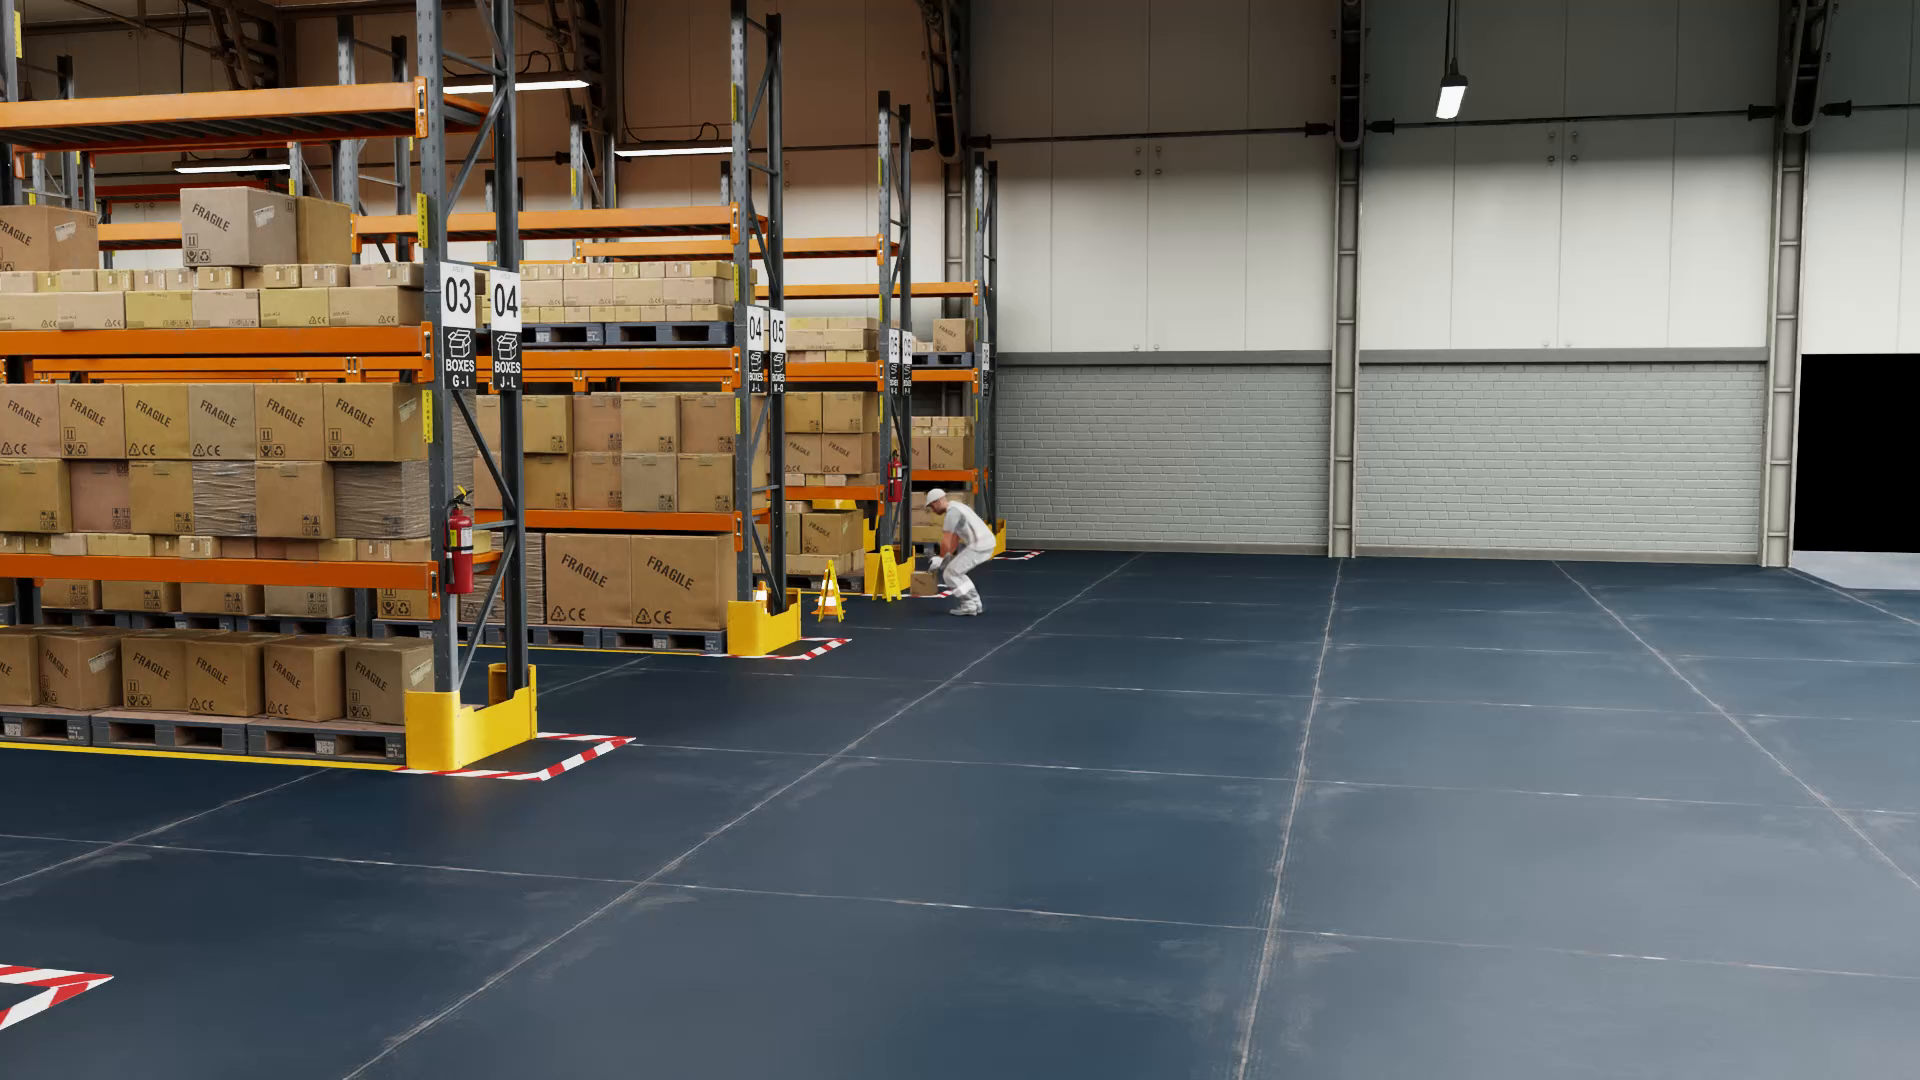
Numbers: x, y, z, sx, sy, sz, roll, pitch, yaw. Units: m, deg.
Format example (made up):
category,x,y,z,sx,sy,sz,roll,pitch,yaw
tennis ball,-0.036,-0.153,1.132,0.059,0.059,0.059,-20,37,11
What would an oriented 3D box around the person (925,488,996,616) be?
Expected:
category,x,y,z,sx,sy,sz,roll,pitch,yaw
person,-0.006,0.129,18.218,0.780,1.384,0.584,1,5,14
